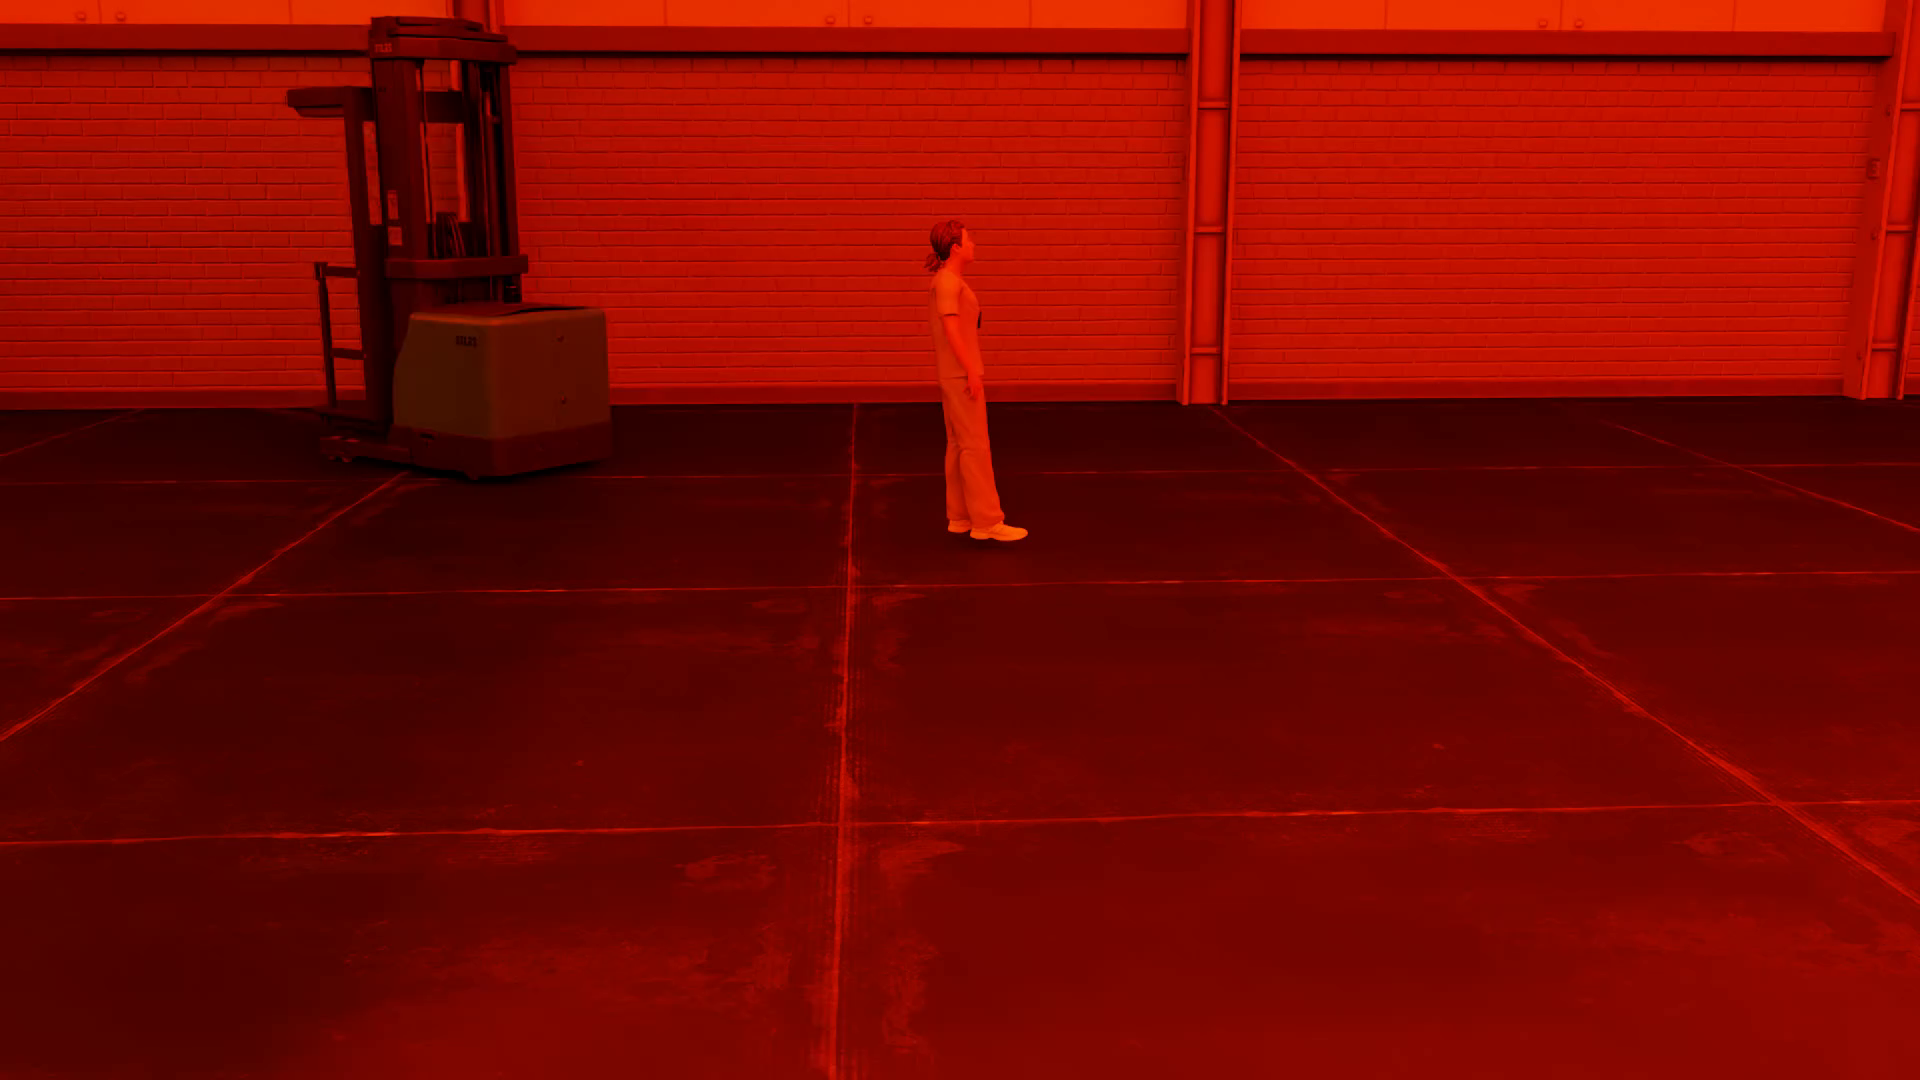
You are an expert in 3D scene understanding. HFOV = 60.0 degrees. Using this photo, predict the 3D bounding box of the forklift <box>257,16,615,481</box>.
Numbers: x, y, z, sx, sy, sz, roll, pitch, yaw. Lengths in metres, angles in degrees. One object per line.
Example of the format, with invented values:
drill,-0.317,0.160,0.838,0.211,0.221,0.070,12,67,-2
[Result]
forklift,-3.837,-2.045,11.512,3.031,2.935,1.130,9,16,36

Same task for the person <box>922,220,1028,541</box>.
person,0.074,-0.862,8.900,0.549,1.675,0.550,-1,13,-3
